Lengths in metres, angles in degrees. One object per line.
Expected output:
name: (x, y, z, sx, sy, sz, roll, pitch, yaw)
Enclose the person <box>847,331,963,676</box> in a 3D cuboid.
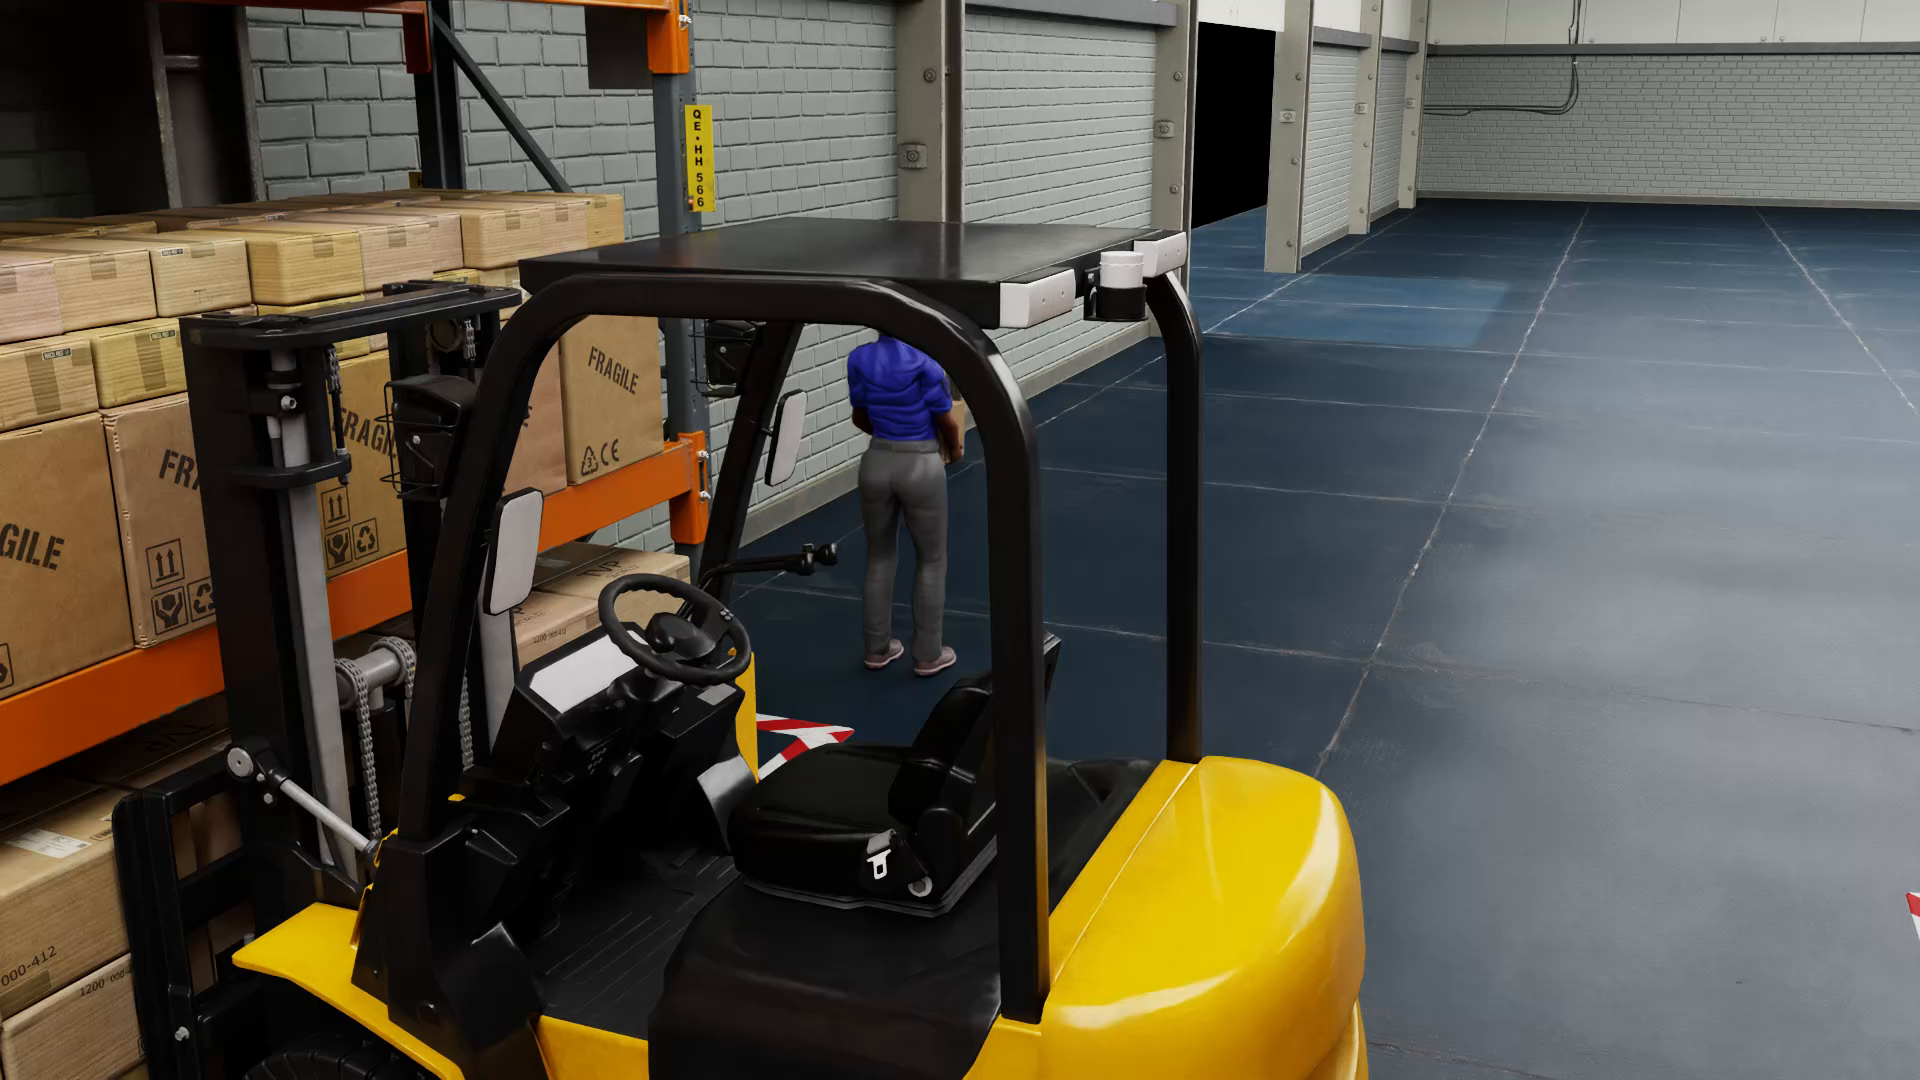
person: (-0.210, -0.273, 7.019, 0.460, 1.653, 0.500, 6, 17, 21)
